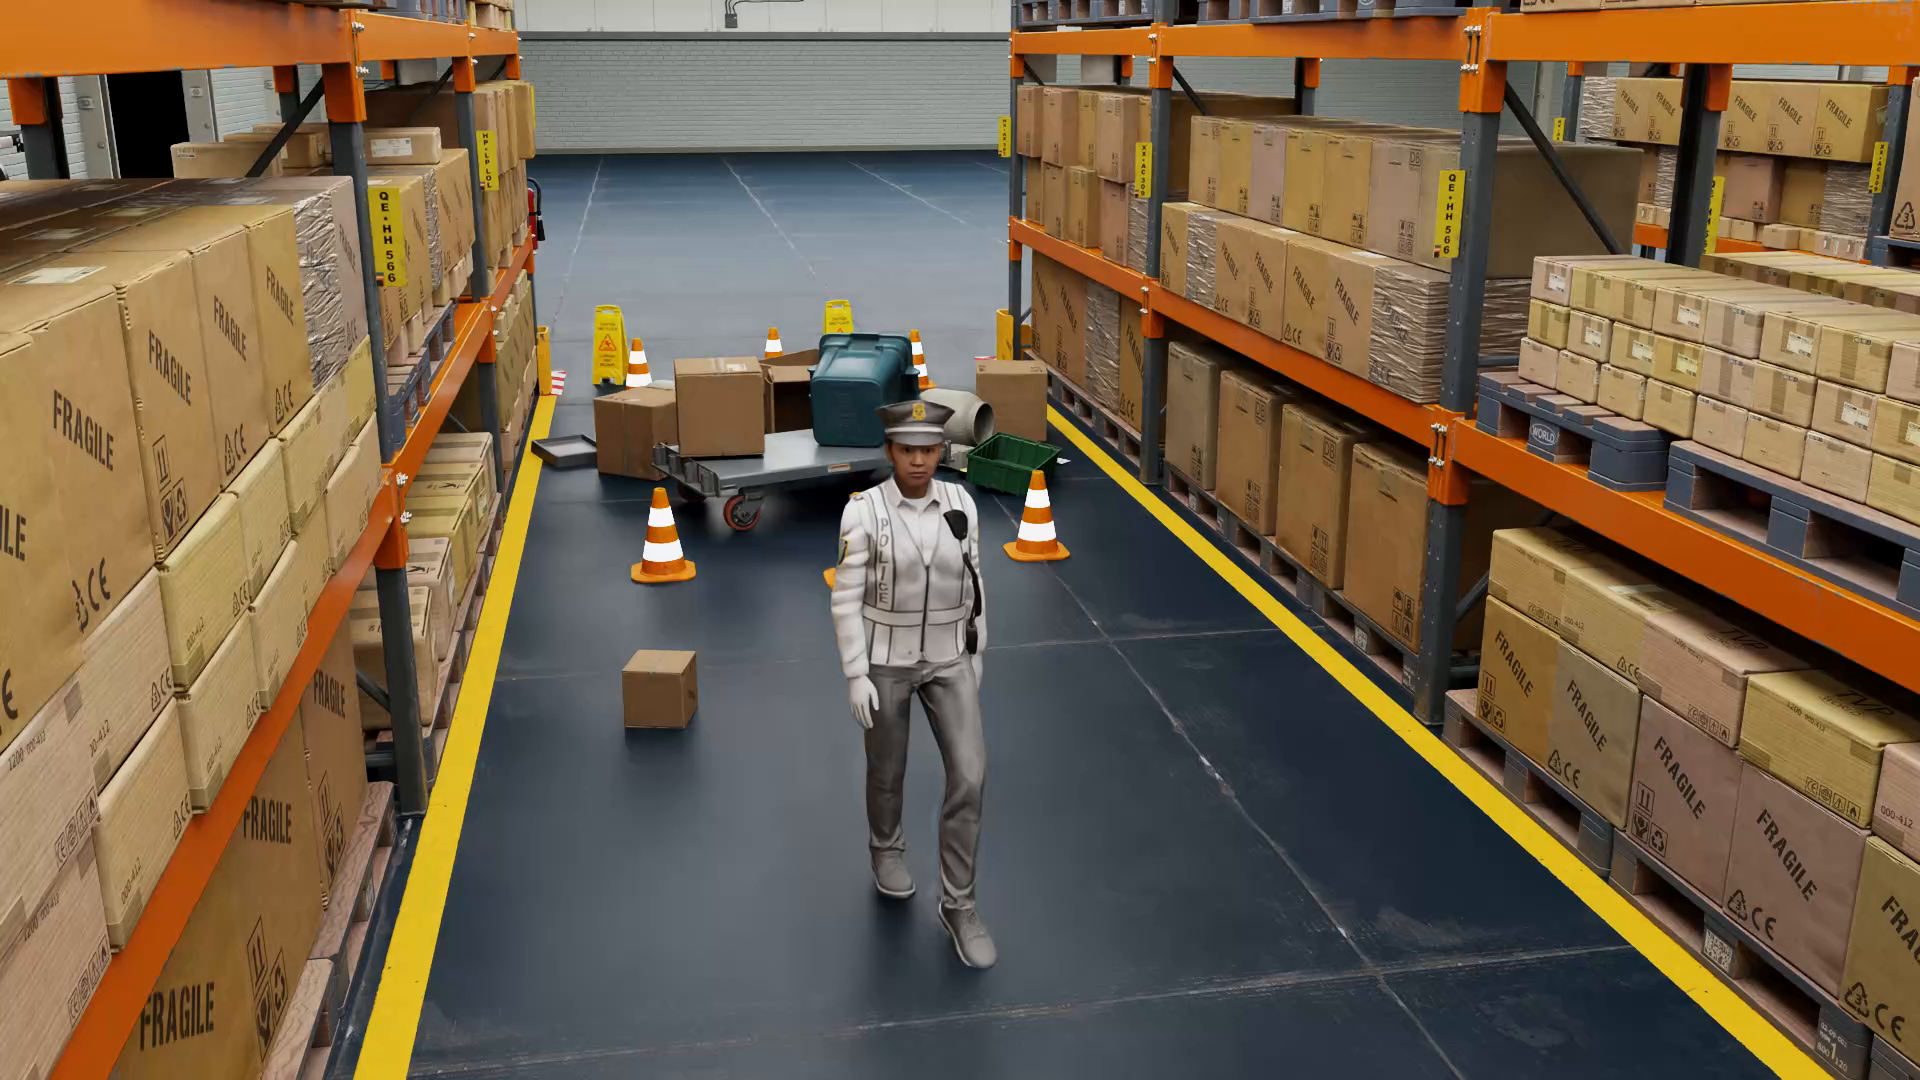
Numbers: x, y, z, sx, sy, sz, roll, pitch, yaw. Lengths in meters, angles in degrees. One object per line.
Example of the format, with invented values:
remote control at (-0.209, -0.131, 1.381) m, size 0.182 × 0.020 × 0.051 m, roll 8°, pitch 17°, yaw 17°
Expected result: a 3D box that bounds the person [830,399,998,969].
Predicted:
person at (-0.128, 0.416, 5.106) m, size 0.522 × 1.724 × 0.696 m, roll -4°, pitch 17°, yaw -14°
